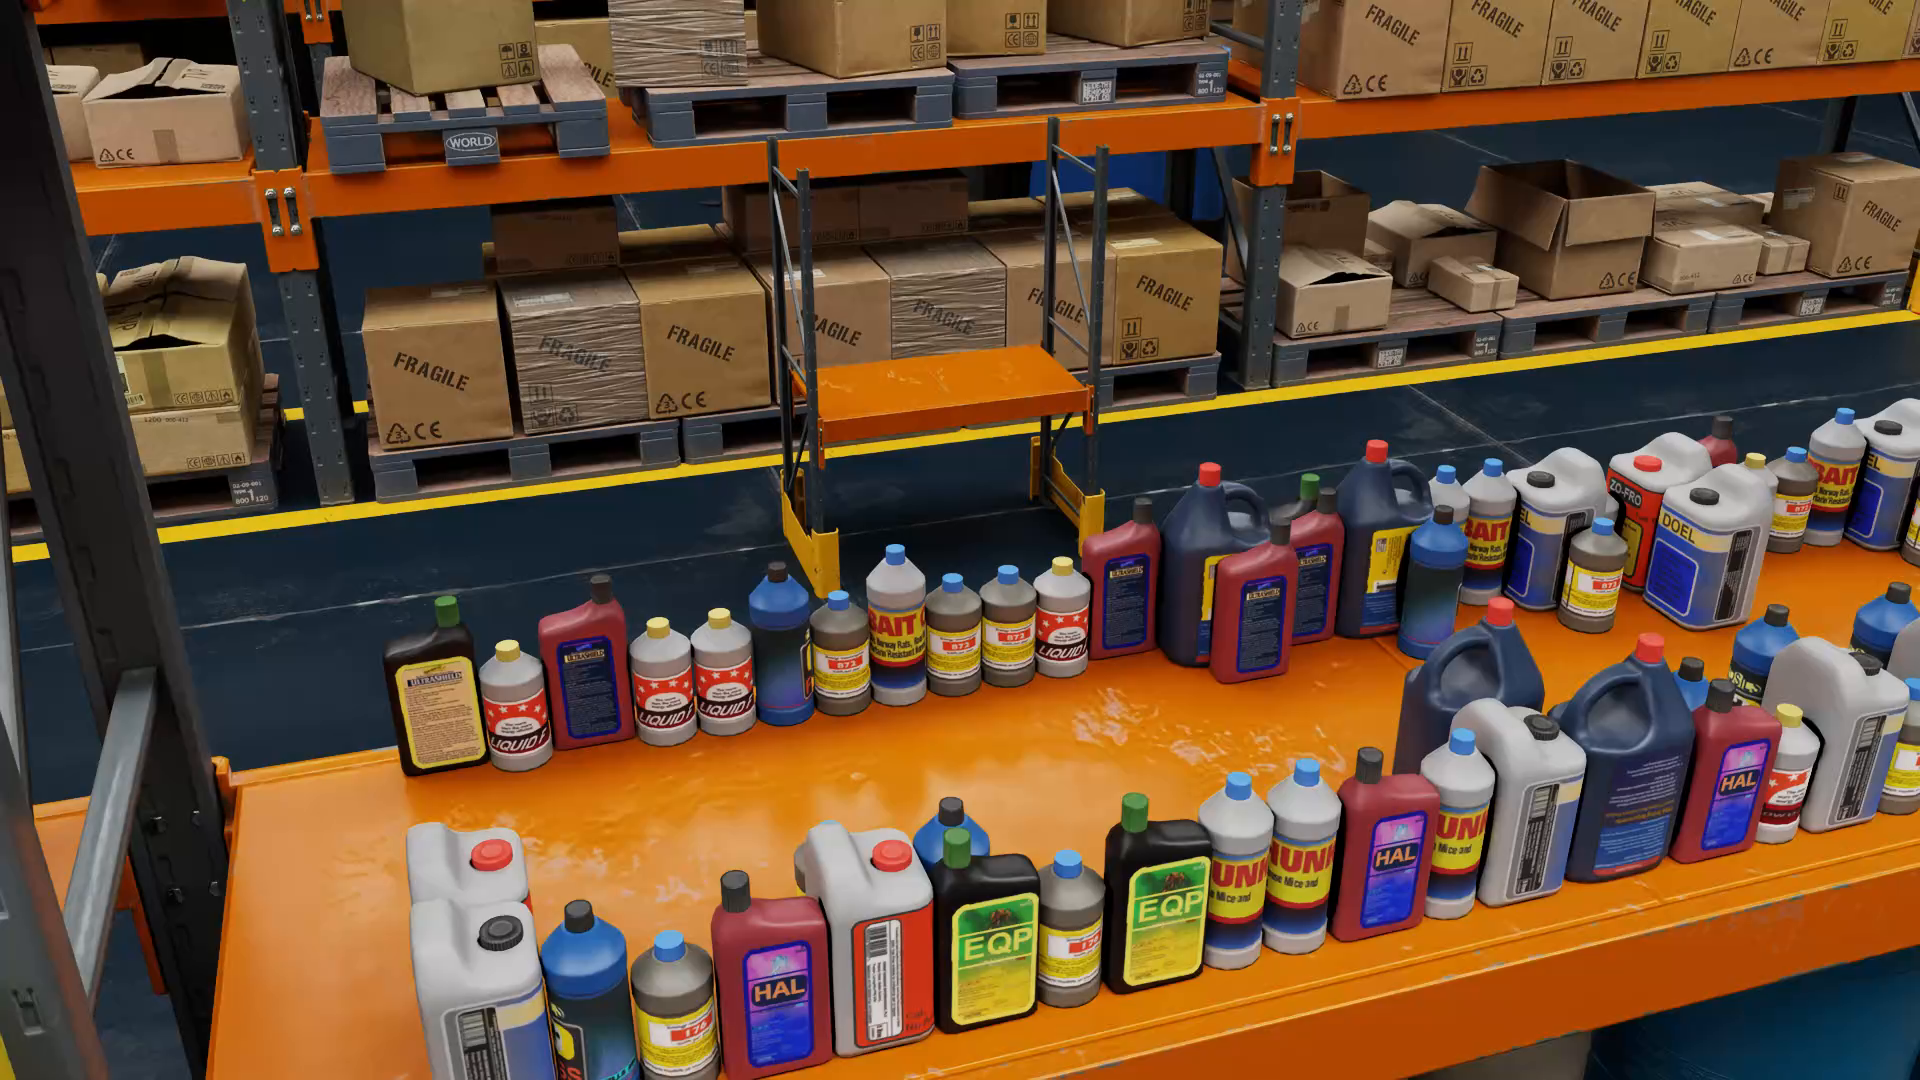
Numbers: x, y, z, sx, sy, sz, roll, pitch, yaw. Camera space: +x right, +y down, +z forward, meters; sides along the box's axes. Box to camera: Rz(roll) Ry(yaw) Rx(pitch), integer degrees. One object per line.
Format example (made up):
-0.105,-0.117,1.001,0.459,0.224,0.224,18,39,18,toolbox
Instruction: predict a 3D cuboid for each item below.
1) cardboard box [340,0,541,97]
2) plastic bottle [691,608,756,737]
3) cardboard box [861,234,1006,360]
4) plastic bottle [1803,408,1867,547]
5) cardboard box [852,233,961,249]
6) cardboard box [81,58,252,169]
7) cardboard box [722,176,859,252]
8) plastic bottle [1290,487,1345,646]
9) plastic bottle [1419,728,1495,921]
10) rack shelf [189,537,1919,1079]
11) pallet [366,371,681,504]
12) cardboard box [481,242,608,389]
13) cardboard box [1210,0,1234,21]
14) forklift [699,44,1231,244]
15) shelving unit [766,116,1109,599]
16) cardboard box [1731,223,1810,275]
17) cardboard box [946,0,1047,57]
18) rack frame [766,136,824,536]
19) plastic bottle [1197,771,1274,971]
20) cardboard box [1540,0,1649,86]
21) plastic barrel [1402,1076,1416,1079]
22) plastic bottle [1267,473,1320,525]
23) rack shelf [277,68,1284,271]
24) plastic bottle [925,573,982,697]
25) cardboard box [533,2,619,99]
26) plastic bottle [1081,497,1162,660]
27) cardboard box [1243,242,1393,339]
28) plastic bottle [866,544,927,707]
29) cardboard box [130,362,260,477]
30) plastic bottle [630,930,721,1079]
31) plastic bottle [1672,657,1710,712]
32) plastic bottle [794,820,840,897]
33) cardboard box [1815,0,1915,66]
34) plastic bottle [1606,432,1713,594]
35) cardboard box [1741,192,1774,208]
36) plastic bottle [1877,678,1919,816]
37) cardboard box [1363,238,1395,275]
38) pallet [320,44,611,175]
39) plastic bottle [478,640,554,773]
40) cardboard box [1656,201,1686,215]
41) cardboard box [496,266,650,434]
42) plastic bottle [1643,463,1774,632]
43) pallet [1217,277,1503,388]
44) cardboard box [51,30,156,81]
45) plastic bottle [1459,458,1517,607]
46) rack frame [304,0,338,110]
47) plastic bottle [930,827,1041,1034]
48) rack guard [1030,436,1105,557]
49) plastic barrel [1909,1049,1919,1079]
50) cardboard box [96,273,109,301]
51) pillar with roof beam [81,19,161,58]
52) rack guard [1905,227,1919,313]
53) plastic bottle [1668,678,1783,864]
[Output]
-2.029,-2.055,6.432,0.500,0.500,0.700,-19,32,-33,cardboard box
-0.382,0.206,2.684,0.097,0.201,0.097,0,26,0,plastic bottle
-0.119,-0.994,7.195,0.500,0.500,0.500,-8,27,-15,cardboard box
1.716,-0.129,3.281,0.097,0.271,0.097,0,26,0,plastic bottle
-0.306,-1.209,7.628,0.500,0.500,0.500,-8,27,-15,cardboard box
-2.952,-1.616,6.233,0.500,0.311,0.500,-7,27,-13,cardboard box
-0.752,-1.481,7.334,0.500,0.250,0.500,-9,28,-17,cardboard box
0.599,0.048,2.912,0.133,0.283,0.061,-8,28,-16,plastic bottle
0.666,0.378,2.260,0.097,0.271,0.097,0,26,0,plastic bottle
0.840,0.454,2.772,4.000,0.370,1.077,-8,28,-16,rack shelf
-1.871,-0.526,7.072,1.213,0.211,1.003,-8,28,-16,pallet
-1.776,-0.993,7.194,0.500,0.500,0.500,-7,27,-14,cardboard box
1.938,-4.066,12.676,0.250,0.149,0.380,-8,27,-15,cardboard box
0.022,-3.111,9.221,3.031,2.935,1.130,4,27,9,forklift
-0.072,-0.661,5.895,1.083,1.500,0.587,-8,28,-16,shelving unit
4.161,-1.521,8.632,0.250,0.166,0.380,-8,28,-16,cardboard box
0.057,-2.379,7.085,0.500,0.500,0.700,-4,27,-8,cardboard box
-0.564,-0.590,5.752,0.032,1.500,0.500,-8,28,-16,rack frame
0.354,0.423,2.169,0.097,0.271,0.097,0,26,0,plastic bottle
2.742,-2.378,7.555,0.500,0.500,0.500,-8,28,-16,cardboard box
0.472,1.069,2.963,0.708,0.588,0.600,-8,28,-16,plastic barrel
0.580,0.022,2.964,0.133,0.283,0.061,-8,28,-16,plastic bottle
-0.691,-1.641,6.991,4.000,0.370,1.077,-8,28,-16,rack shelf
-0.012,0.153,2.792,0.097,0.201,0.097,0,26,0,plastic bottle
-2.555,-3.171,11.209,0.750,0.750,0.750,-8,28,-16,cardboard box
0.277,0.066,2.876,0.133,0.283,0.061,-8,28,-16,plastic bottle
1.677,-1.198,7.818,0.500,0.311,0.500,-8,28,-16,cardboard box
-0.105,0.135,2.750,0.097,0.271,0.097,0,26,0,plastic bottle
-3.017,-0.469,6.441,0.500,0.250,0.500,-8,27,-15,cardboard box
-0.339,0.555,1.982,0.097,0.201,0.097,0,26,0,plastic bottle
1.044,0.295,2.427,0.097,0.271,0.097,0,26,0,plastic bottle
-0.167,0.459,2.175,0.097,0.201,0.097,0,26,0,plastic bottle
4.180,-2.585,7.971,0.500,0.500,0.500,-8,28,-16,cardboard box
1.303,-0.058,3.133,0.135,0.276,0.152,-8,28,-16,plastic bottle
4.510,-1.797,9.208,0.250,0.149,0.380,-8,28,-16,cardboard box
1.410,0.302,2.492,0.097,0.201,0.097,0,26,0,plastic bottle
2.003,-1.434,8.477,0.250,0.149,0.380,-8,28,-16,cardboard box
-1.970,-1.725,6.567,1.003,0.211,1.213,-8,28,-16,pallet
-0.694,0.252,2.593,0.097,0.201,0.097,0,26,0,plastic bottle
3.459,-1.662,8.823,0.500,0.250,0.500,-8,28,-16,cardboard box
-1.575,-0.782,6.768,0.500,0.500,0.500,-9,28,-18,cardboard box
1.350,0.006,3.004,0.135,0.276,0.152,-8,28,-16,plastic bottle
1.864,-1.084,8.196,1.213,0.211,1.003,-8,28,-16,pallet
-5.360,-3.022,10.437,0.500,0.250,0.500,-8,27,-15,cardboard box
0.963,-0.020,3.061,0.097,0.271,0.097,0,26,0,plastic bottle
-4.130,-3.782,10.495,0.127,3.000,1.000,-8,28,-16,rack frame
0.031,0.473,2.054,0.133,0.283,0.061,-8,28,-16,plastic bottle
0.401,-0.170,6.311,0.087,0.250,0.587,-8,28,-16,rack guard
2.219,0.676,3.403,0.708,0.901,0.600,-8,28,-16,plastic barrel
-3.678,-0.872,6.622,0.500,0.311,0.500,-9,28,-17,cardboard box
-4.301,-4.835,5.870,0.400,9.000,9.100,-8,28,-16,pillar with roof beam
4.942,-1.659,9.030,0.348,0.500,1.175,-8,28,-16,rack guard
1.085,0.321,2.362,0.133,0.283,0.061,-8,28,-16,plastic bottle
